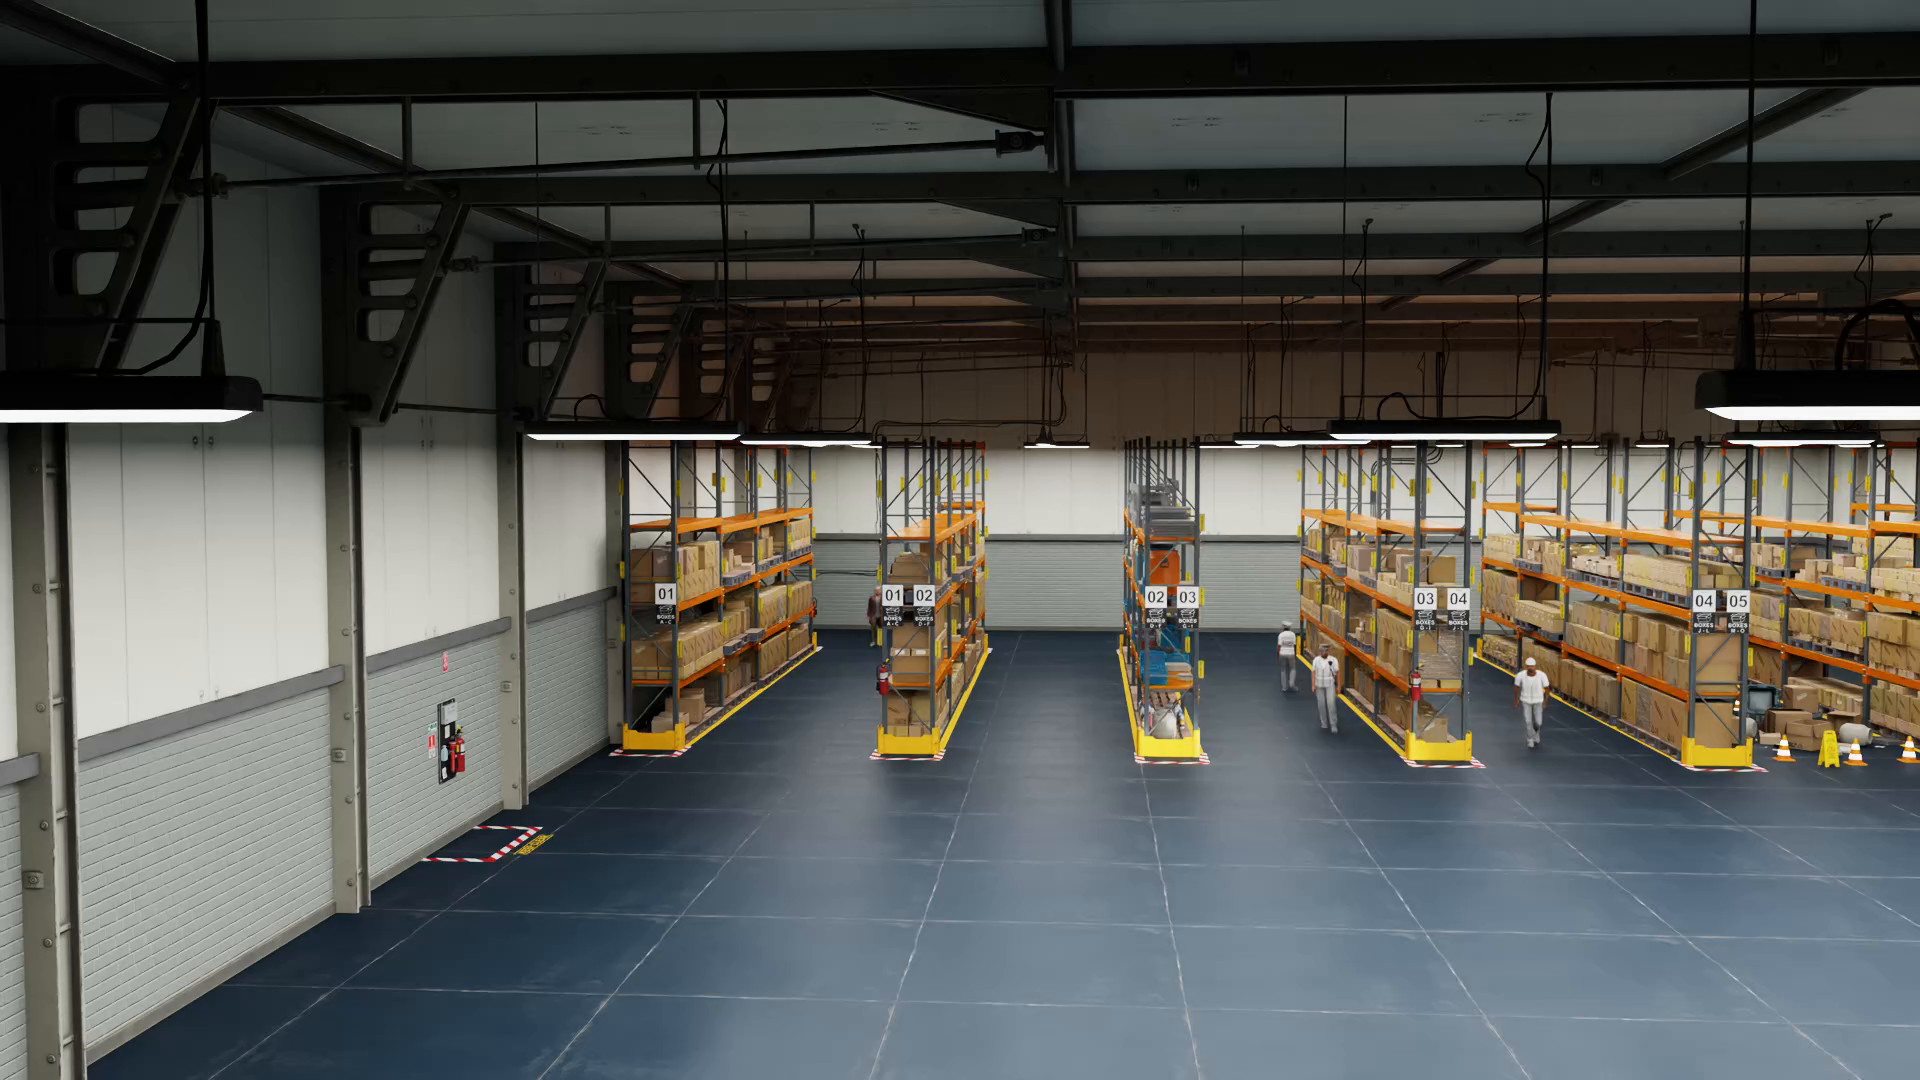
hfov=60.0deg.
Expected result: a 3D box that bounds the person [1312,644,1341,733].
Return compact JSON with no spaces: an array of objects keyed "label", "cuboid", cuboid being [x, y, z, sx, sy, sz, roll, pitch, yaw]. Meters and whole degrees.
[{"label":"person","cuboid":[7.515,3.025,34.172,0.649,1.755,0.661,2,3,28]}]

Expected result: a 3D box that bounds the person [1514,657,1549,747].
[{"label":"person","cuboid":[11.097,3.129,32.292,0.629,1.740,0.678,1,3,17]}]

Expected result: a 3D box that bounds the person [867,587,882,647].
[{"label":"person","cuboid":[-2.424,2.232,48.658,0.645,1.715,1.115,0,3,-1]}]

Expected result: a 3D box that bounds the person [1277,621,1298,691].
[{"label":"person","cuboid":[7.807,2.768,39.624,0.496,1.682,0.507,0,3,6]}]
